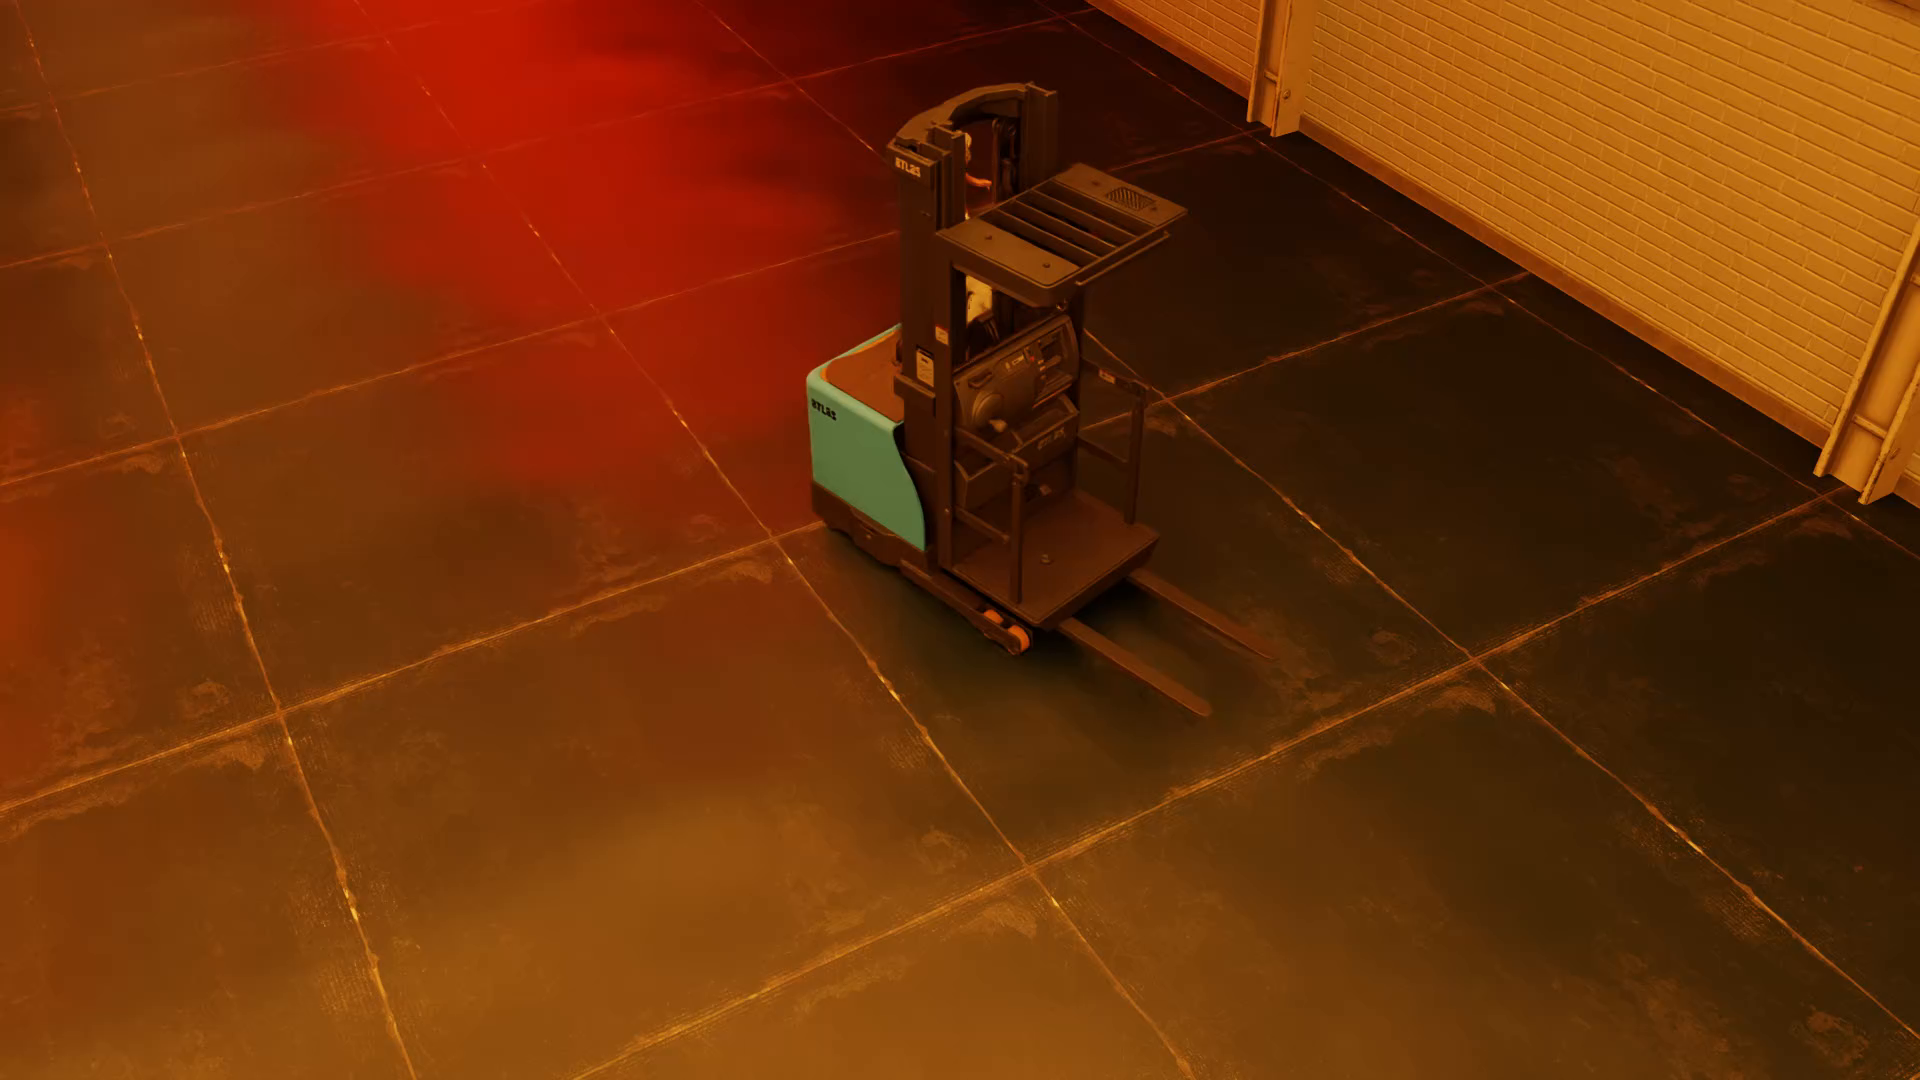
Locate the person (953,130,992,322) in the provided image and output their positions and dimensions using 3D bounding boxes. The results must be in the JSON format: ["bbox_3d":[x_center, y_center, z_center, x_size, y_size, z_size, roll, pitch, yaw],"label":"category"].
[{"bbox_3d":[0.078,-2.153,11.695,0.768,1.567,0.907,-1,40,-2],"label":"person"}]

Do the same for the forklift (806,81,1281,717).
[{"bbox_3d":[0.469,-0.847,9.057,3.031,2.935,1.130,32,49,33],"label":"forklift"}]
